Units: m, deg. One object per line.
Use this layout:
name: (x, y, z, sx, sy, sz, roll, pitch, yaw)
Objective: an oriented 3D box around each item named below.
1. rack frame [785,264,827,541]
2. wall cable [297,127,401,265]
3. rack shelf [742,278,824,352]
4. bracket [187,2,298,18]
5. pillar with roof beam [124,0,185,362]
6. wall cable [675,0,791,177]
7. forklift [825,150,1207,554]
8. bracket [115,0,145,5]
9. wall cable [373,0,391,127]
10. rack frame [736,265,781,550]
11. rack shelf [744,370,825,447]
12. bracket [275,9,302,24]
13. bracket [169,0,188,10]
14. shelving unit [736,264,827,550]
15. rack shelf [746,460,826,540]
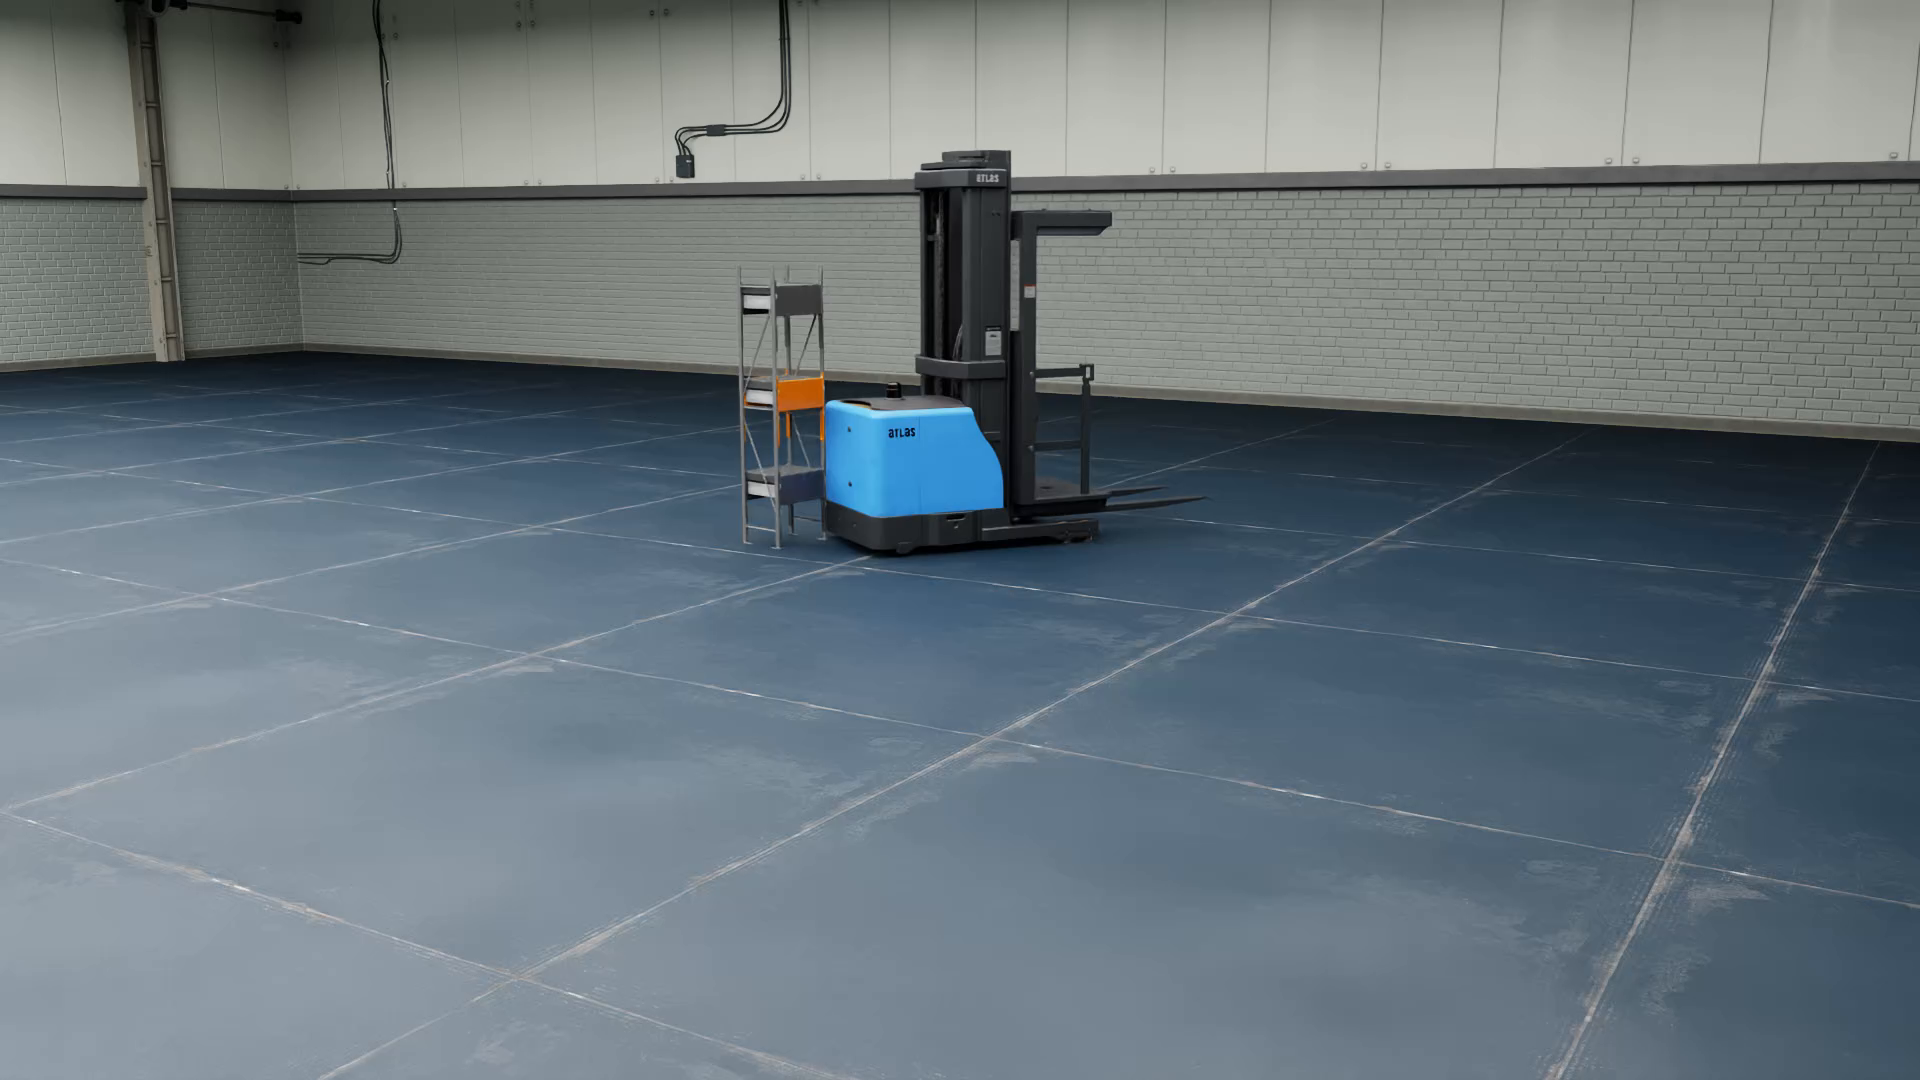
rack frame: (-1.184, -1.049, 12.764, 0.400, 2.100, 0.015, 9, 14, 40)
wall cable: (-11.757, -6.509, 31.619, 3.097, 2.526, 0.112, 6, 12, 31)
rack shelf: (-1.343, -1.689, 12.456, 0.431, 0.518, 0.480, 9, 14, 40)
bracket: (-12.974, -9.778, 30.864, 0.076, 0.066, 3.189, 6, 12, 31)
pillar with roof beam: (-10.737, -7.287, 27.337, 9.100, 9.000, 0.548, 6, 12, 31)
wall cable: (-3.651, -8.797, 26.163, 2.305, 6.003, 0.169, 6, 12, 31)
forklift: (0.504, -1.501, 12.921, 3.031, 2.935, 1.130, -5, 12, -26)
bracket: (-14.328, -9.368, 28.672, 0.235, 0.232, 0.430, 6, 12, 31)
wall cable: (-9.445, -8.733, 29.774, 3.097, 2.526, 0.112, 6, 12, 31)
rack frame: (-1.502, -0.981, 12.400, 0.400, 2.100, 0.015, 9, 14, 40)
rack shelf: (-1.343, -1.001, 12.585, 0.431, 0.518, 0.480, 9, 14, 40)
bracket: (-12.667, -9.871, 31.361, 0.235, 0.232, 0.430, 6, 12, 31)
bracket: (-13.898, -9.499, 29.370, 0.235, 0.232, 0.430, 6, 12, 31)
shelving unit: (-1.343, -1.015, 12.582, 0.431, 2.100, 0.503, 9, 14, 40)
rack shelf: (-1.343, -0.313, 12.714, 0.431, 0.518, 0.480, 9, 14, 40)
